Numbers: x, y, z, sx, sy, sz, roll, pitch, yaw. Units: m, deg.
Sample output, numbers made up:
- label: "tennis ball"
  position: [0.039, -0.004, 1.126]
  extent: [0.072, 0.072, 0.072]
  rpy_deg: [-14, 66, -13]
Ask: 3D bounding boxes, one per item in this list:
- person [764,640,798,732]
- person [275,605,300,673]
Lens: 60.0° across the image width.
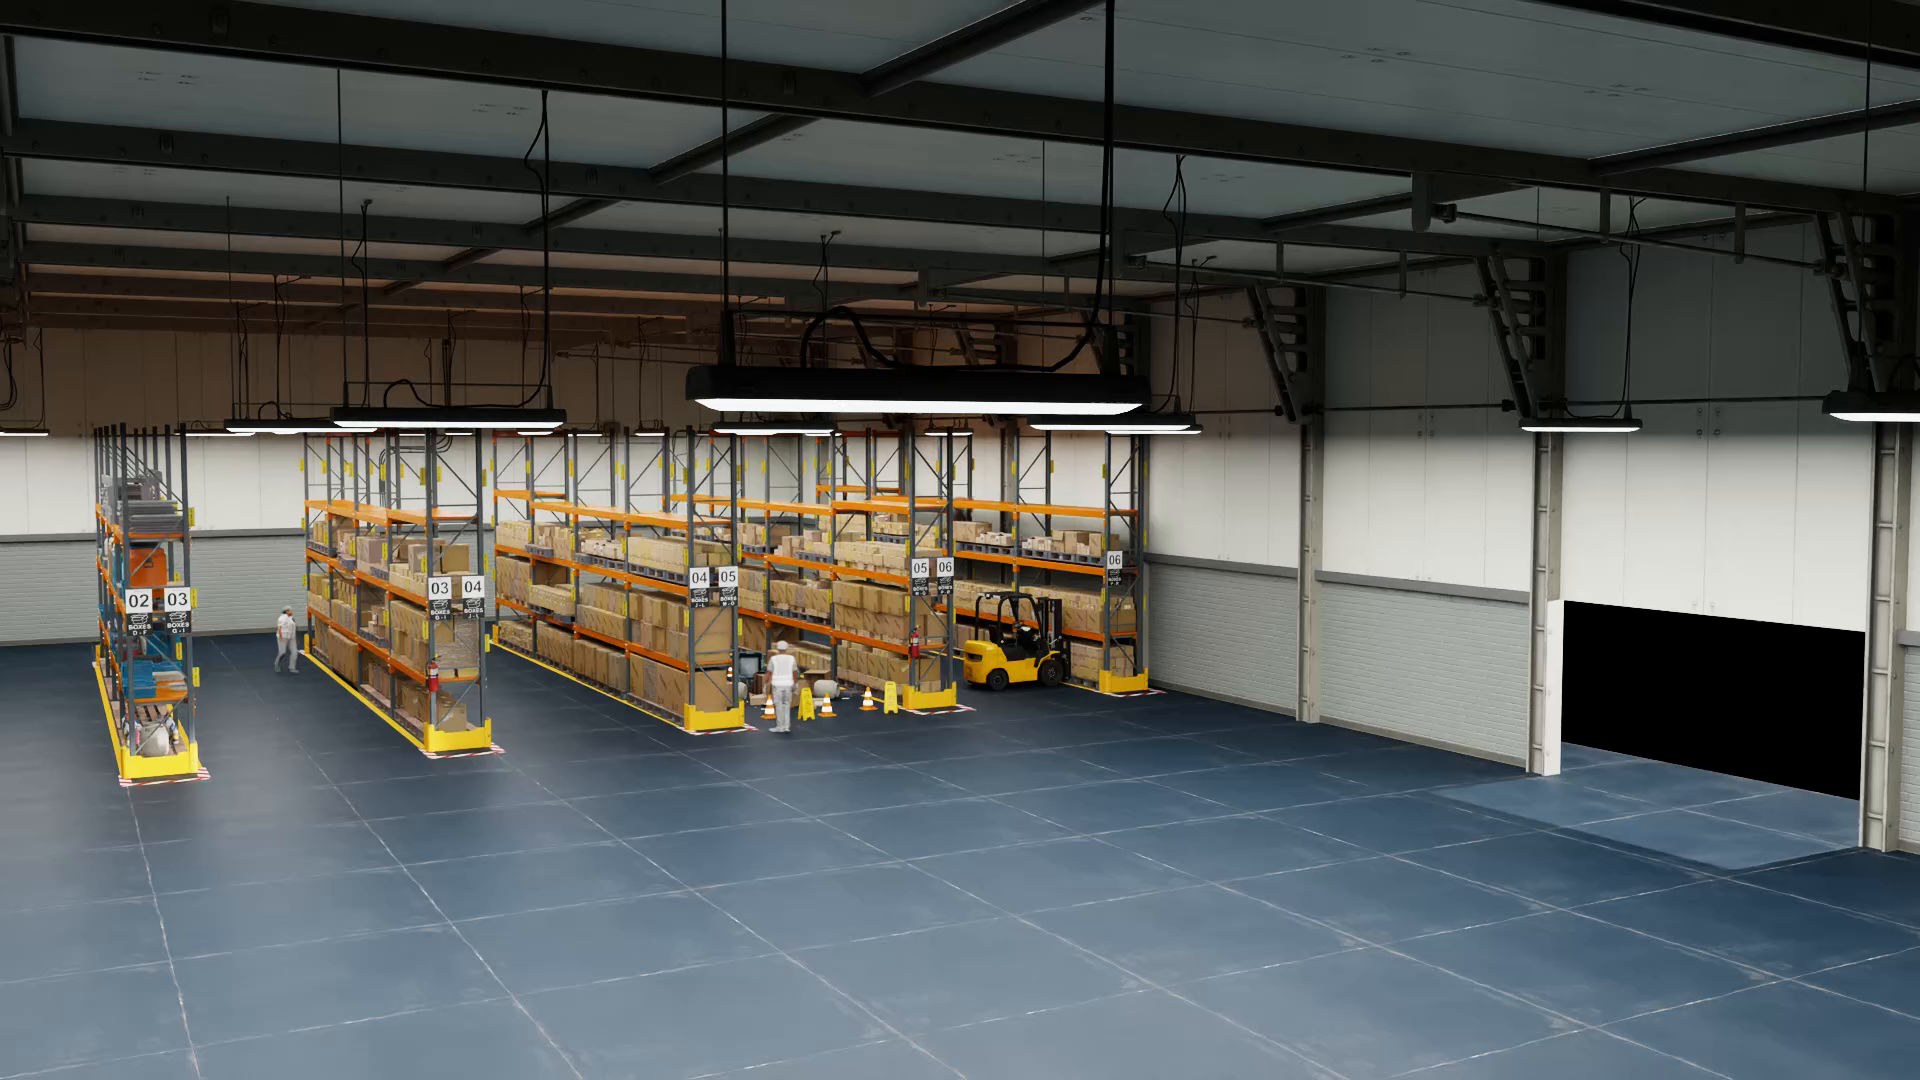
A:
- label: "person"
  position: [-3.492, 2.820, 32.488]
  extent: [0.672, 1.717, 0.402]
  rpy_deg: [-1, 4, -17]
- label: "person"
  position: [-16.540, 2.440, 40.888]
  extent: [0.553, 1.654, 0.577]
  rpy_deg: [2, 4, 30]
